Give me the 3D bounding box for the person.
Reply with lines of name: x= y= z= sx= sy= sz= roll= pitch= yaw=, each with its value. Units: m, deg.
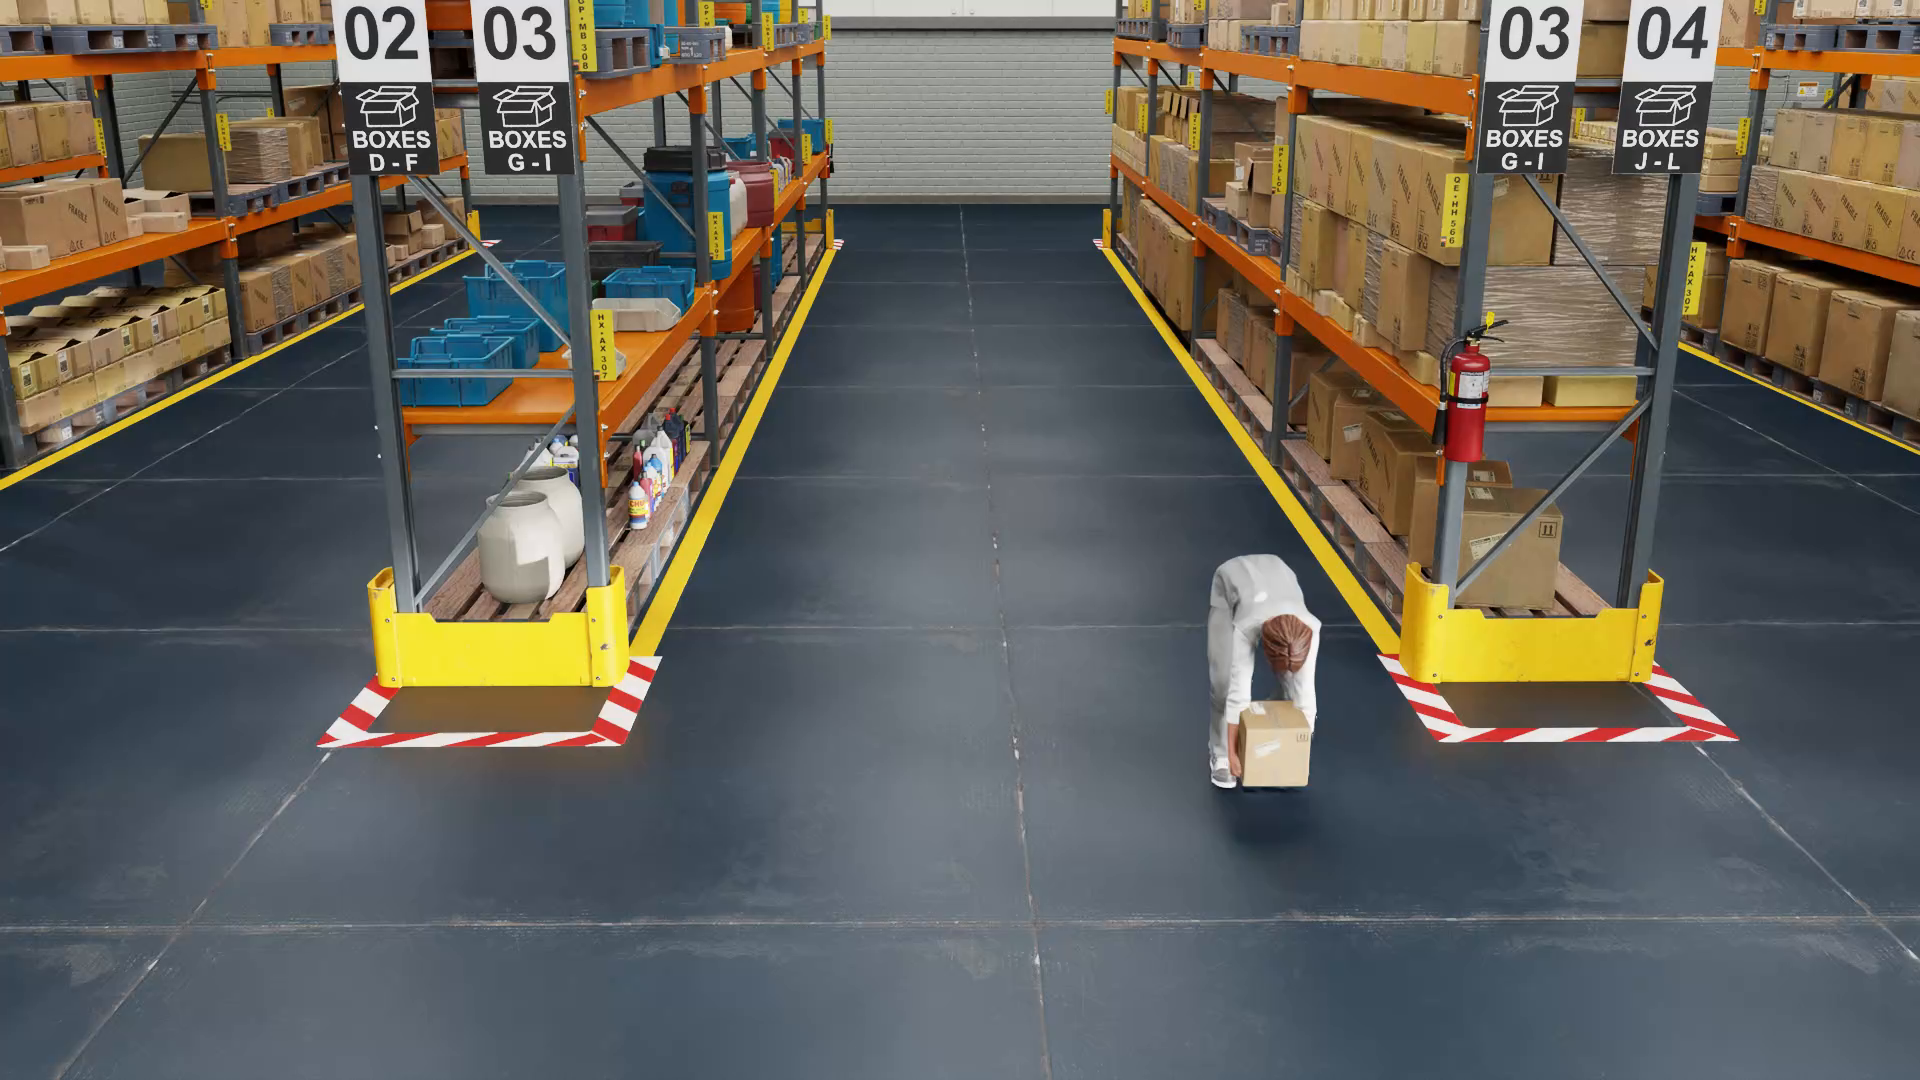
person: x=1.234 y=0.241 z=6.817 sx=0.477 sy=1.580 sz=0.345 roll=-1 pitch=17 yaw=-4
